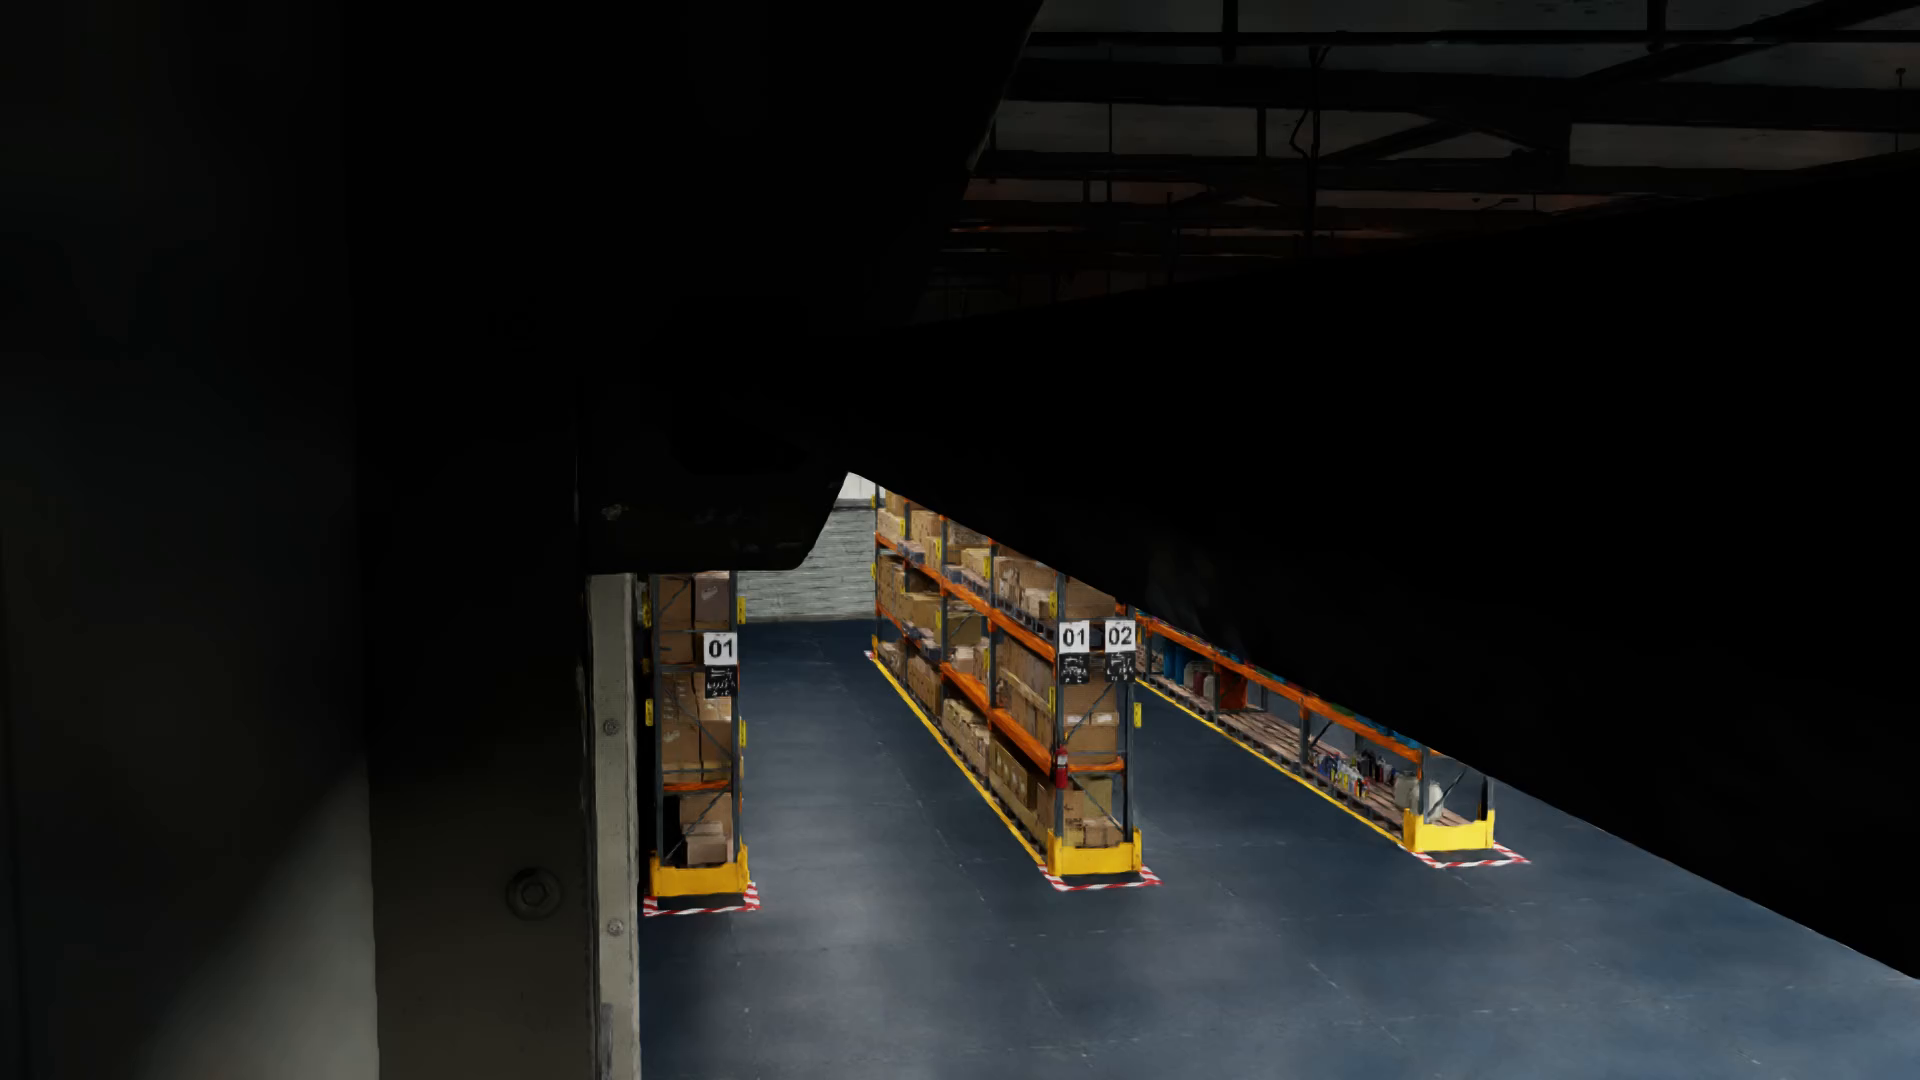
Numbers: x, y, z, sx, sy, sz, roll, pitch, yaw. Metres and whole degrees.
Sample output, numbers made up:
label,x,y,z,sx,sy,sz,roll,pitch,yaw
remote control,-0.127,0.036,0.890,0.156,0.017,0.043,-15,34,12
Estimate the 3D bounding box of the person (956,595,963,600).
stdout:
label,x,y,z,sx,sy,sz,roll,pitch,yaw
person,-0.146,1.271,41.357,0.492,1.651,0.647,4,7,36
